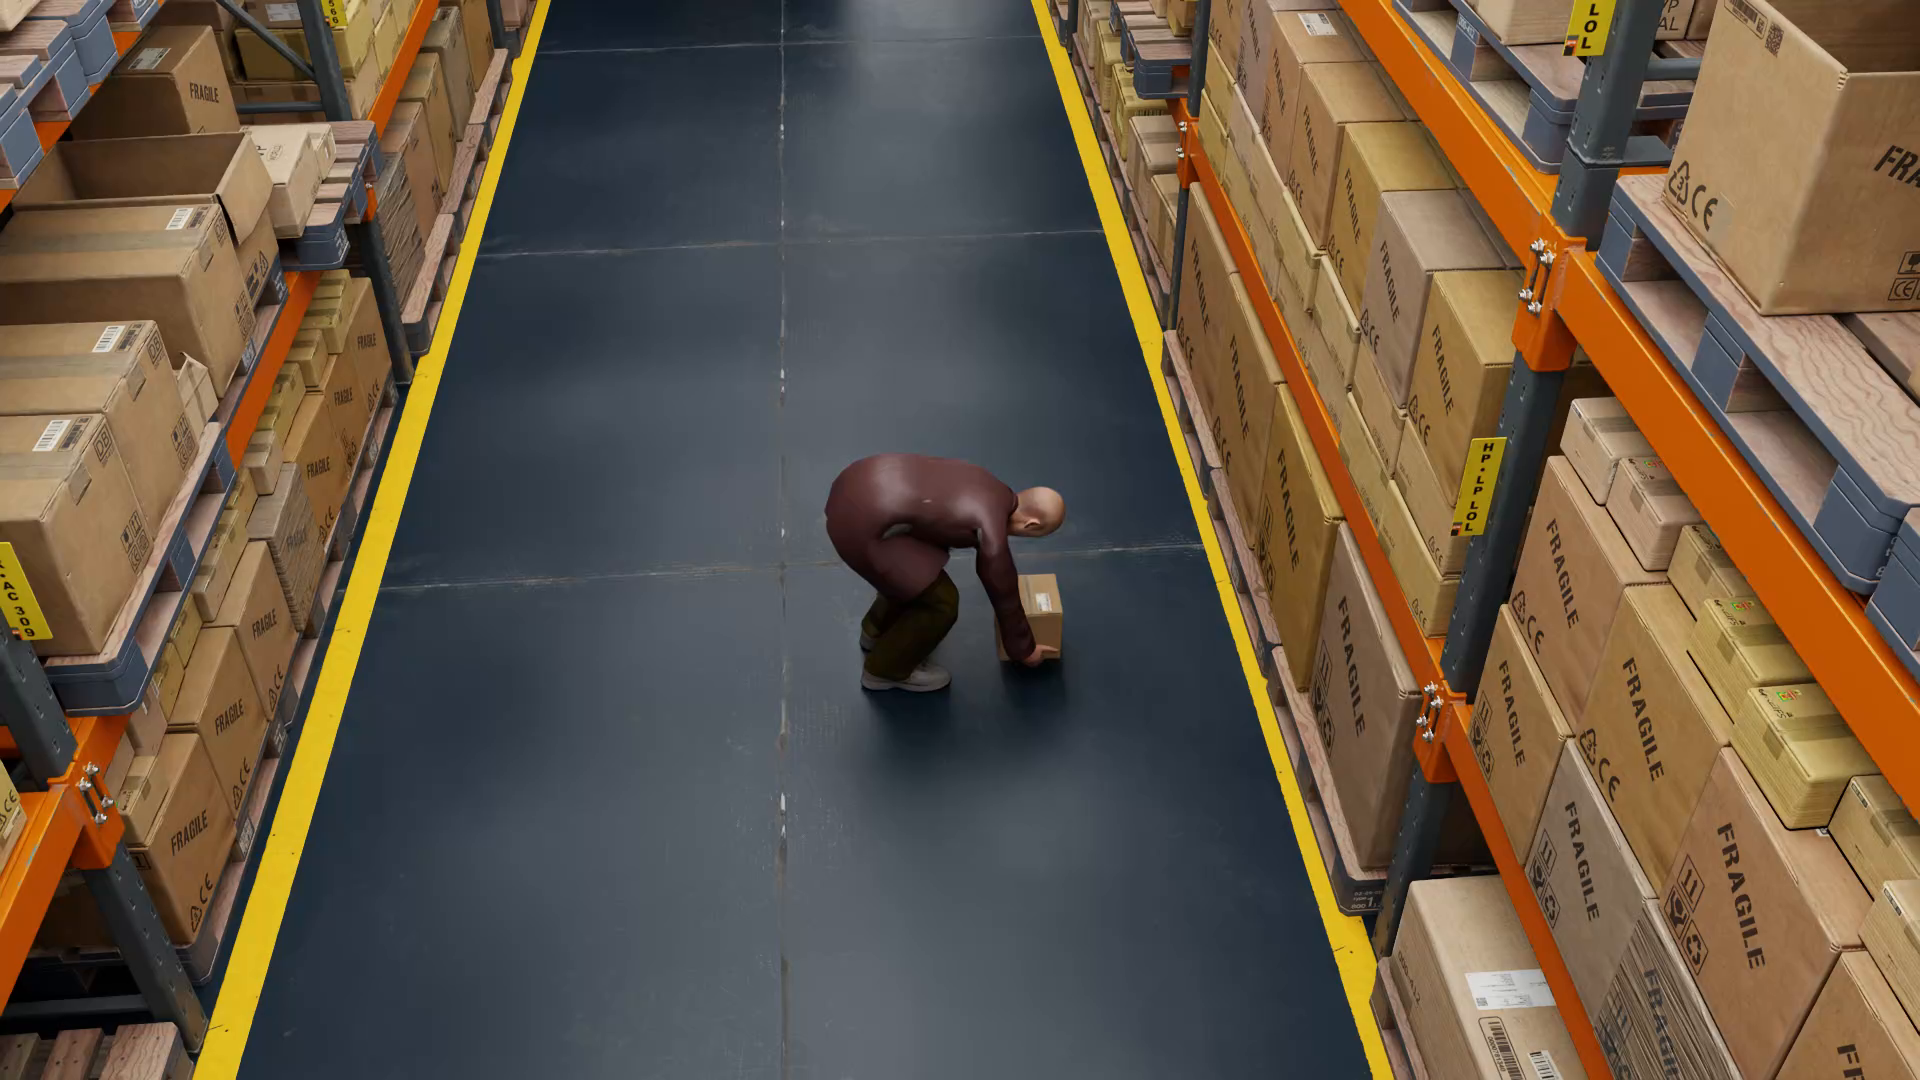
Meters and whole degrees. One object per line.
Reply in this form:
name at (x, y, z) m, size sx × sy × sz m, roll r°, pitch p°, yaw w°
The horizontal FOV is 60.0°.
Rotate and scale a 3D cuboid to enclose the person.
person at (-0.054, 0.097, 6.647) m, size 0.943 × 1.023 × 0.589 m, roll -5°, pitch 39°, yaw -6°
